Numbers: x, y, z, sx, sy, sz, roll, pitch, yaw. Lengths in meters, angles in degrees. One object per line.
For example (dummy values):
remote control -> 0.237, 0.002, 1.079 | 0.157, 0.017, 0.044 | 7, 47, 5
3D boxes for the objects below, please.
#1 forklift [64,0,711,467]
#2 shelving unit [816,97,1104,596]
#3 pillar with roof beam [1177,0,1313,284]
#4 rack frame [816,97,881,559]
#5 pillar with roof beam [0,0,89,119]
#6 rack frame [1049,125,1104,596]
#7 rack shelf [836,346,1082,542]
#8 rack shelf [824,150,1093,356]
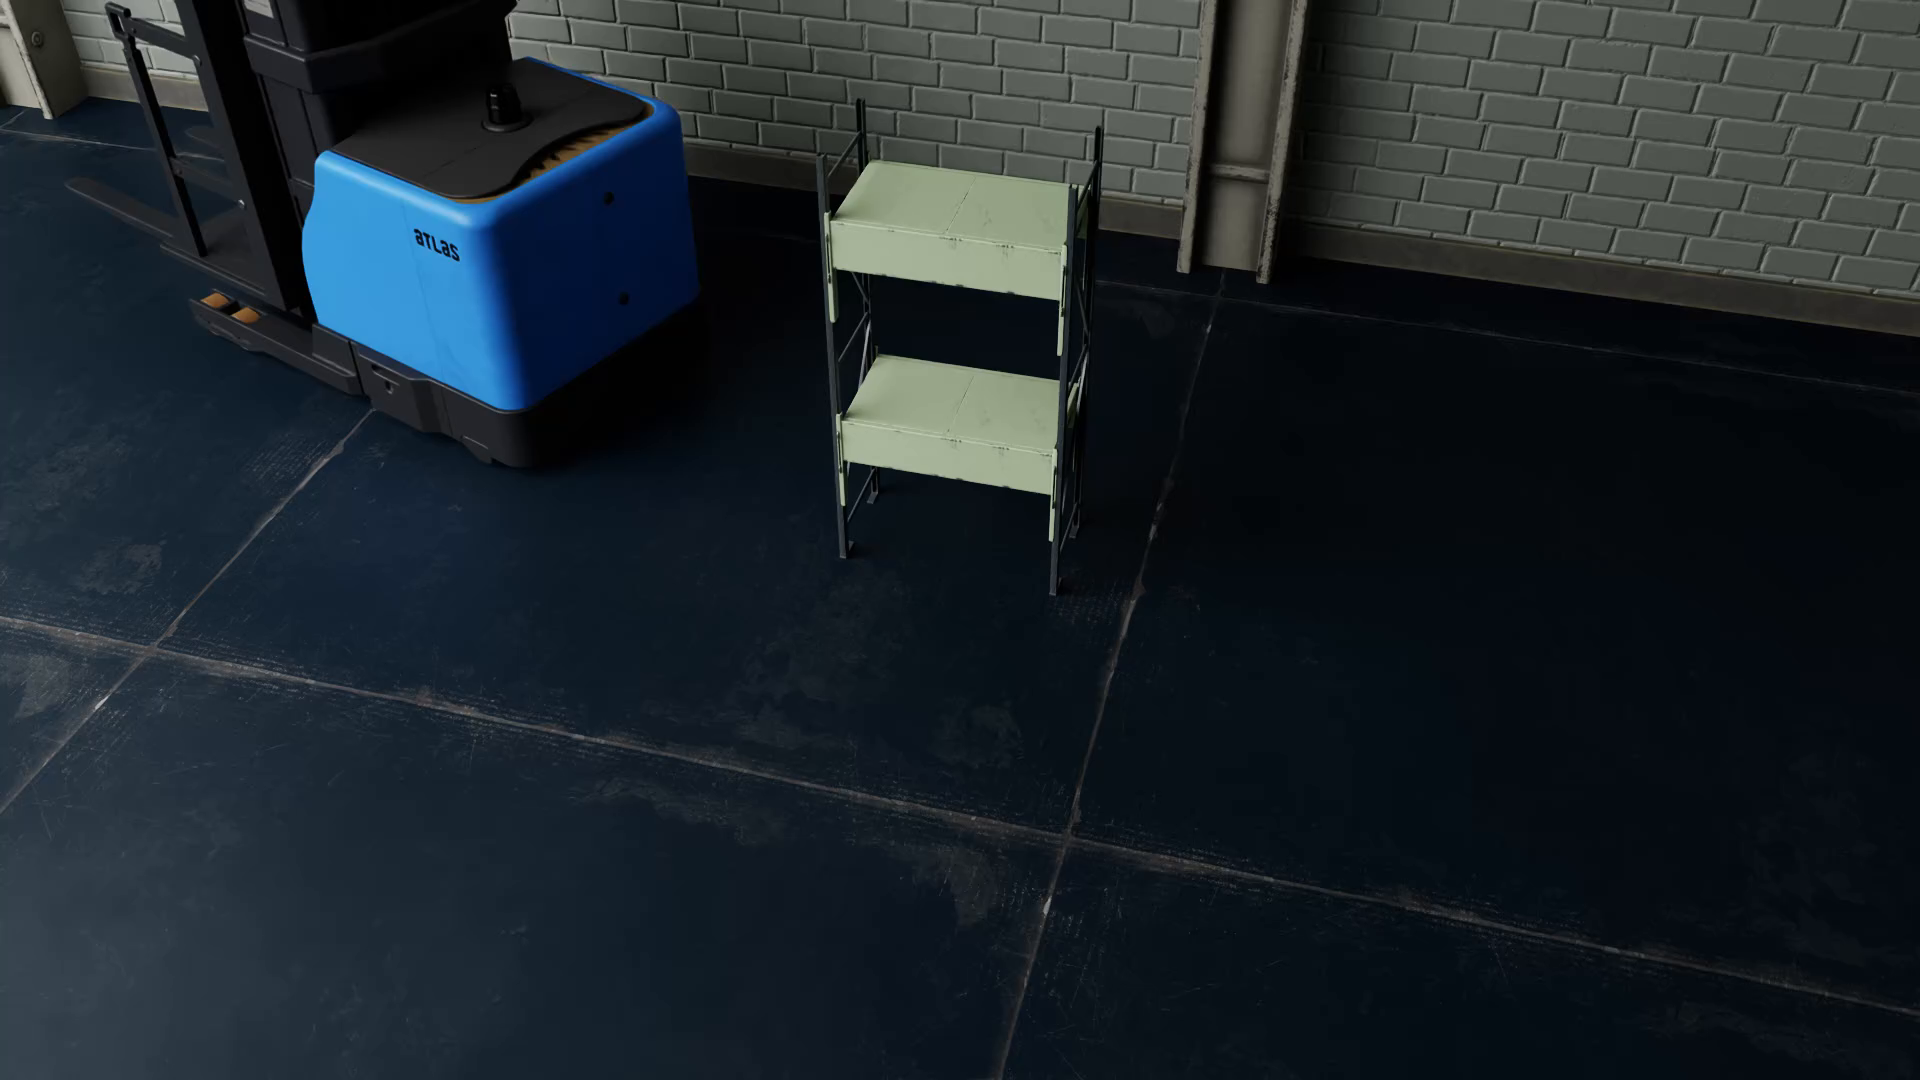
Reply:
forklift -> -2.483, -2.133, 6.011 | 3.031, 2.935, 1.130 | 24, 46, 26
shelving unit -> 0.006, -0.573, 5.266 | 0.755, 1.500, 0.431 | 10, 41, 11
pillar with roof beam -> 0.046, -1.983, 1.114 | 0.400, 9.000, 9.100 | 10, 41, 11
rack frame -> -0.347, -0.634, 5.339 | 0.023, 1.500, 0.400 | 10, 41, 11
pillar with roof beam -> -5.750, -2.981, 2.302 | 0.400, 9.000, 9.100 | 10, 41, 11
rack frame -> 0.360, -0.512, 5.194 | 0.023, 1.500, 0.400 | 10, 41, 11
rack shelf -> 0.006, -0.324, 5.476 | 0.720, 0.370, 0.431 | 10, 41, 11
rack shelf -> 0.006, -0.872, 5.015 | 0.720, 0.370, 0.431 | 10, 41, 11
